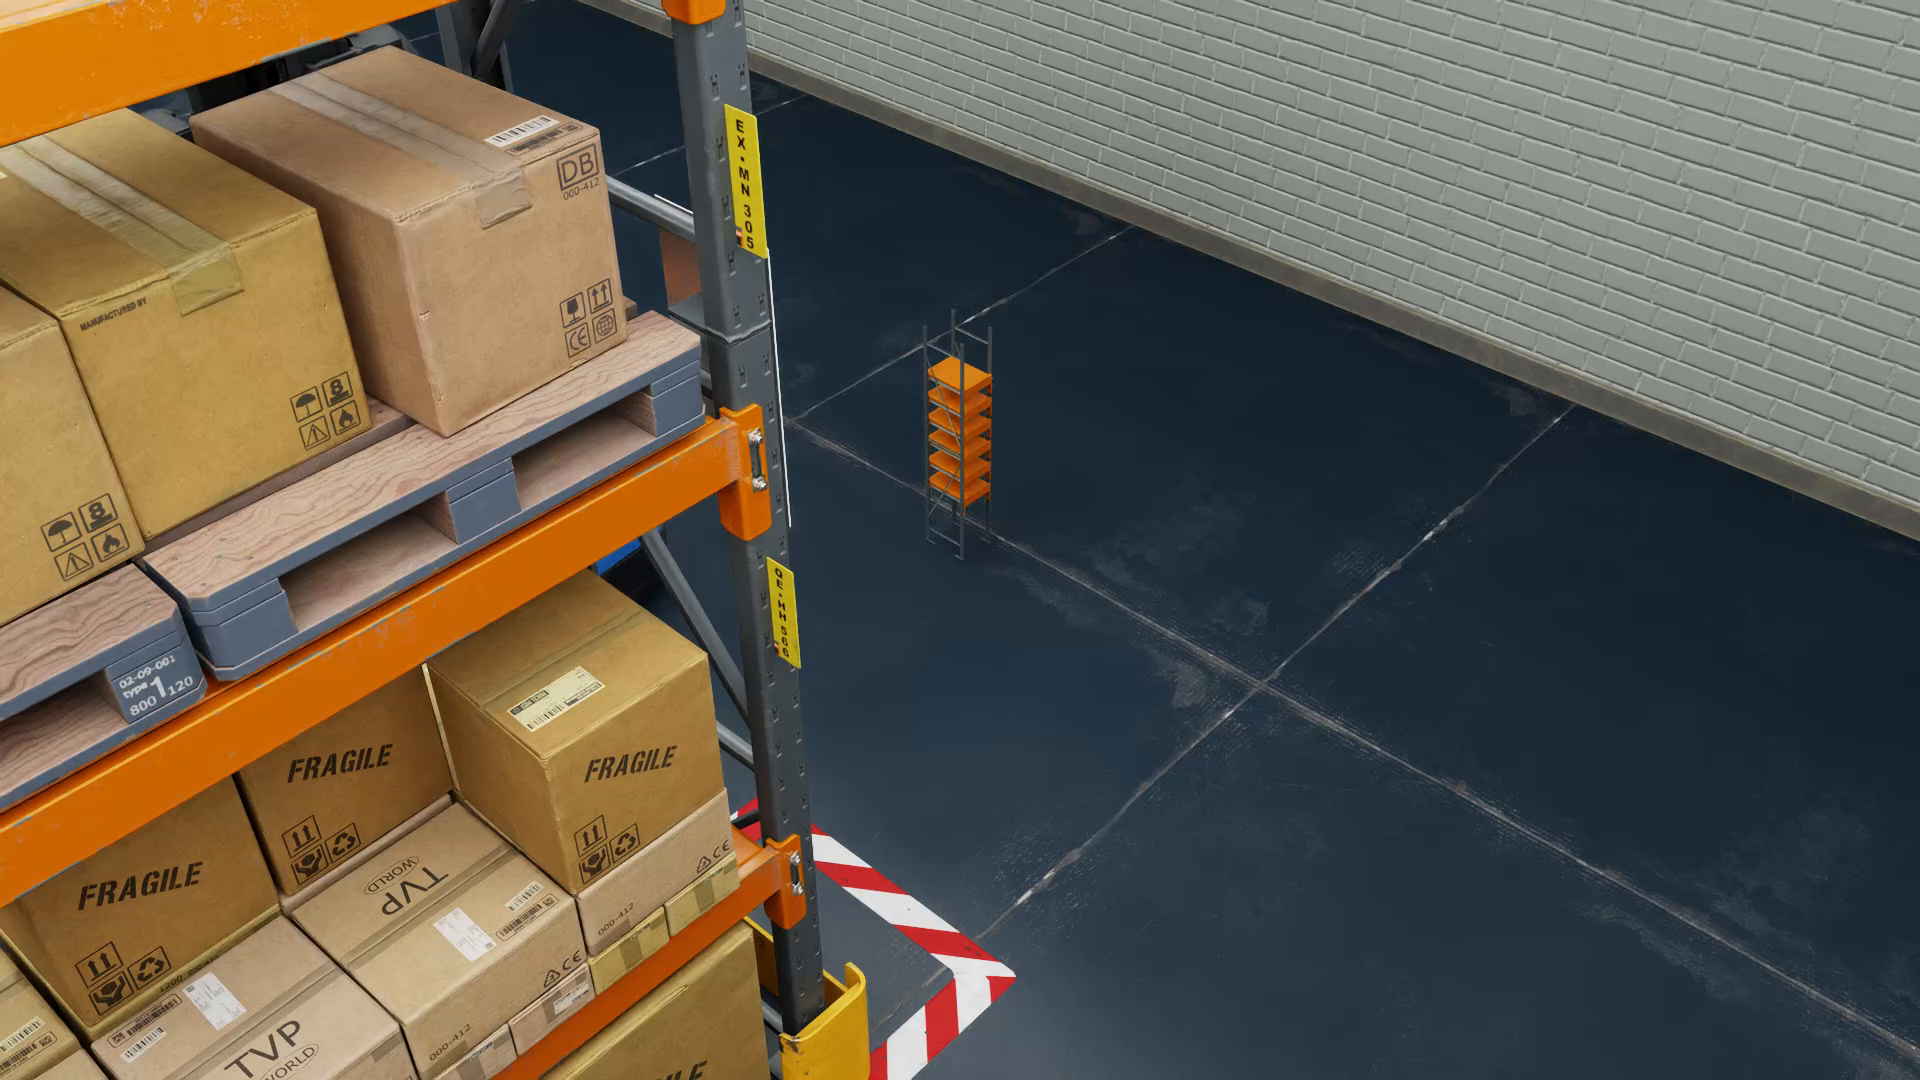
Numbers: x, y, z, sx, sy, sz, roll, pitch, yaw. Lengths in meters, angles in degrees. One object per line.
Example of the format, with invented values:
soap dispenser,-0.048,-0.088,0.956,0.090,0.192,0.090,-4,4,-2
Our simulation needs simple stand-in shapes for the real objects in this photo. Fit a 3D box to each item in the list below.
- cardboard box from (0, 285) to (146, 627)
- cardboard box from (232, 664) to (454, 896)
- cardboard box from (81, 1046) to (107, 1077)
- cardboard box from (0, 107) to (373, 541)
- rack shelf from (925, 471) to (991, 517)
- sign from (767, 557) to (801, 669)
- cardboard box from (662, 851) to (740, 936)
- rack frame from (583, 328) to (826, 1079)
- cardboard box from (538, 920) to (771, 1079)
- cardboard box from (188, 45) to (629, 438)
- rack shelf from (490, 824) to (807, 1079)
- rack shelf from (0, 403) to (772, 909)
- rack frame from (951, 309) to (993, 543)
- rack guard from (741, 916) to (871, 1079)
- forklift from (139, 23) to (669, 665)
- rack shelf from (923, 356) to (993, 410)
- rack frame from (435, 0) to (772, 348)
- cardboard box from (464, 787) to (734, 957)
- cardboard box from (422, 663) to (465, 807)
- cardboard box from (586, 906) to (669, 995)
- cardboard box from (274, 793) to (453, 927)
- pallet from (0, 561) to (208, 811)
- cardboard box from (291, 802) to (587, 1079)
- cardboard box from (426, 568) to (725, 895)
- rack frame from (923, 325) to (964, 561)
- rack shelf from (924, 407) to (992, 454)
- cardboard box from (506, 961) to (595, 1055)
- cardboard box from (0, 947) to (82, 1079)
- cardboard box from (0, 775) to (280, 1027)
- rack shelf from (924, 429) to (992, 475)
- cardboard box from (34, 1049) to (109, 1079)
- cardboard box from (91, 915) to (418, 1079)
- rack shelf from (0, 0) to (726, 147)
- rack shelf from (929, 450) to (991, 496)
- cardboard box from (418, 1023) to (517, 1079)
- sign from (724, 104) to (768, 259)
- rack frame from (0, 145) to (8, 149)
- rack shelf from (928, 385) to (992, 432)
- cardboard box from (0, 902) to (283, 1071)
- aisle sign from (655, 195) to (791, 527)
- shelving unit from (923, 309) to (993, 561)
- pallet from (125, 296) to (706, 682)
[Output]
cardboard box,-1.938,-0.189,2.953,0.700,0.500,0.500,26,45,29
cardboard box,-1.705,0.486,4.291,0.500,0.500,0.500,28,47,31
cardboard box,-2.193,1.215,4.297,0.380,0.149,0.250,29,47,31
cardboard box,-1.625,-0.447,3.277,0.700,0.500,0.500,28,46,30
rack shelf,-0.010,-0.240,7.829,0.258,0.103,0.180,30,47,32
sign,-0.454,0.189,4.265,0.100,0.325,0.005,30,47,32
cardboard box,-0.842,0.901,4.693,0.380,0.149,0.250,31,48,33
rack frame,-0.845,0.500,4.994,1.000,3.000,0.127,30,47,32
cardboard box,-1.217,1.495,5.113,0.875,0.875,0.875,30,47,32
cardboard box,-1.156,-0.655,3.539,0.700,0.500,0.500,27,46,29
rack shelf,-2.194,1.701,4.063,1.077,0.370,4.000,30,47,32
rack shelf,-2.194,0.527,3.129,1.077,0.370,4.000,30,47,32
rack frame,0.052,-0.505,7.705,0.240,1.200,0.006,30,47,32
rack guard,-0.829,1.468,5.786,1.175,0.500,0.348,30,47,32
forklift,-2.623,-0.405,6.188,1.130,2.935,3.031,24,45,27
rack shelf,-0.010,-0.710,7.455,0.258,0.103,0.180,30,47,32
rack frame,-0.845,-1.848,3.127,1.000,3.000,0.127,30,47,32
cardboard box,-0.976,0.777,4.528,0.500,0.250,0.500,29,47,31
cardboard box,-1.368,0.550,4.813,0.500,0.250,0.500,28,46,31
cardboard box,-1.016,1.021,4.542,0.380,0.149,0.250,30,47,32
cardboard box,-1.714,0.791,4.510,0.500,0.250,0.500,29,47,31
pallet,-2.161,0.269,2.946,1.003,0.211,1.213,30,47,32
cardboard box,-1.319,1.010,4.235,0.500,0.250,0.500,29,47,31
cardboard box,-0.979,0.483,4.295,0.500,0.500,0.500,30,47,32
rack frame,-0.071,-0.421,7.599,0.240,1.200,0.006,30,47,32
rack shelf,-0.010,-0.522,7.605,0.258,0.103,0.180,30,47,32
cardboard box,-1.187,1.136,4.396,0.380,0.149,0.250,30,47,32
cardboard box,-2.403,1.263,3.917,0.500,0.250,0.500,29,47,31
cardboard box,-2.050,0.727,3.989,0.500,0.500,0.500,28,46,31
rack shelf,-0.010,-0.428,7.679,0.258,0.103,0.180,30,47,32
cardboard box,-2.010,1.485,3.638,0.500,0.250,0.500,30,47,32
cardboard box,-1.662,1.244,3.941,0.500,0.250,0.500,28,46,31
rack shelf,-2.194,-0.491,2.320,1.077,0.370,4.000,30,47,32
rack shelf,-0.010,-0.334,7.754,0.258,0.103,0.180,30,47,32
cardboard box,-1.356,1.250,4.253,0.380,0.149,0.250,31,48,33
sign,-0.454,-0.755,3.515,0.100,0.325,0.005,30,47,32
rack frame,-4.501,-1.579,7.610,1.000,3.000,0.127,30,47,32
rack shelf,-0.010,-0.616,7.530,0.258,0.103,0.180,30,47,32
cardboard box,-2.055,1.021,4.221,0.500,0.250,0.500,28,46,31
aisle sign,-0.575,-0.424,4.068,0.394,0.787,0.004,30,47,32
shelving unit,-0.010,-0.463,7.652,0.258,1.200,0.189,30,47,32
pallet,-1.338,-0.294,3.654,1.003,0.211,1.213,30,47,32
